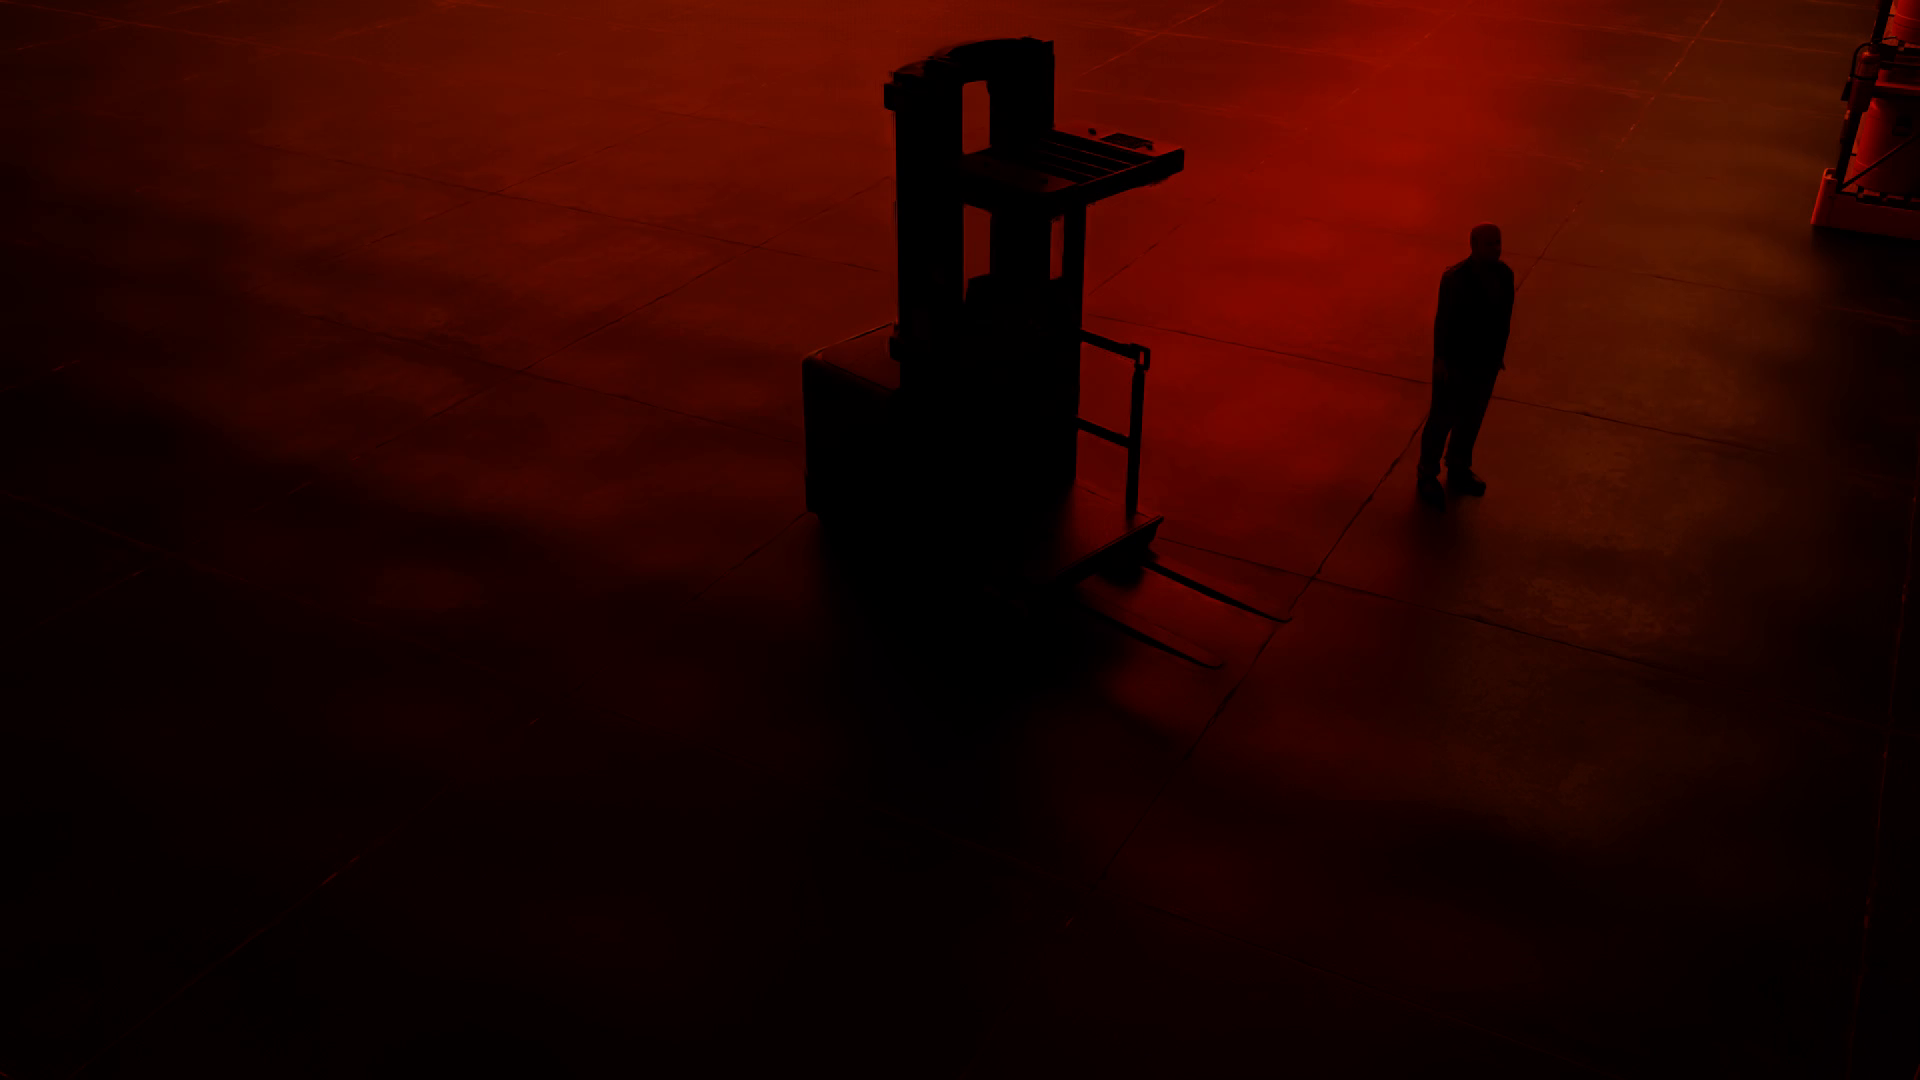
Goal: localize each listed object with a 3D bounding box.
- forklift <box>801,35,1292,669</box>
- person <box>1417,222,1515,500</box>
[{"bbox_3d":[0.455,-1.074,8.932,3.031,2.935,1.130,26,39,37],"label":"forklift"},{"bbox_3d":[3.129,-1.104,10.195,0.525,1.724,0.376,-12,32,-19],"label":"person"}]
